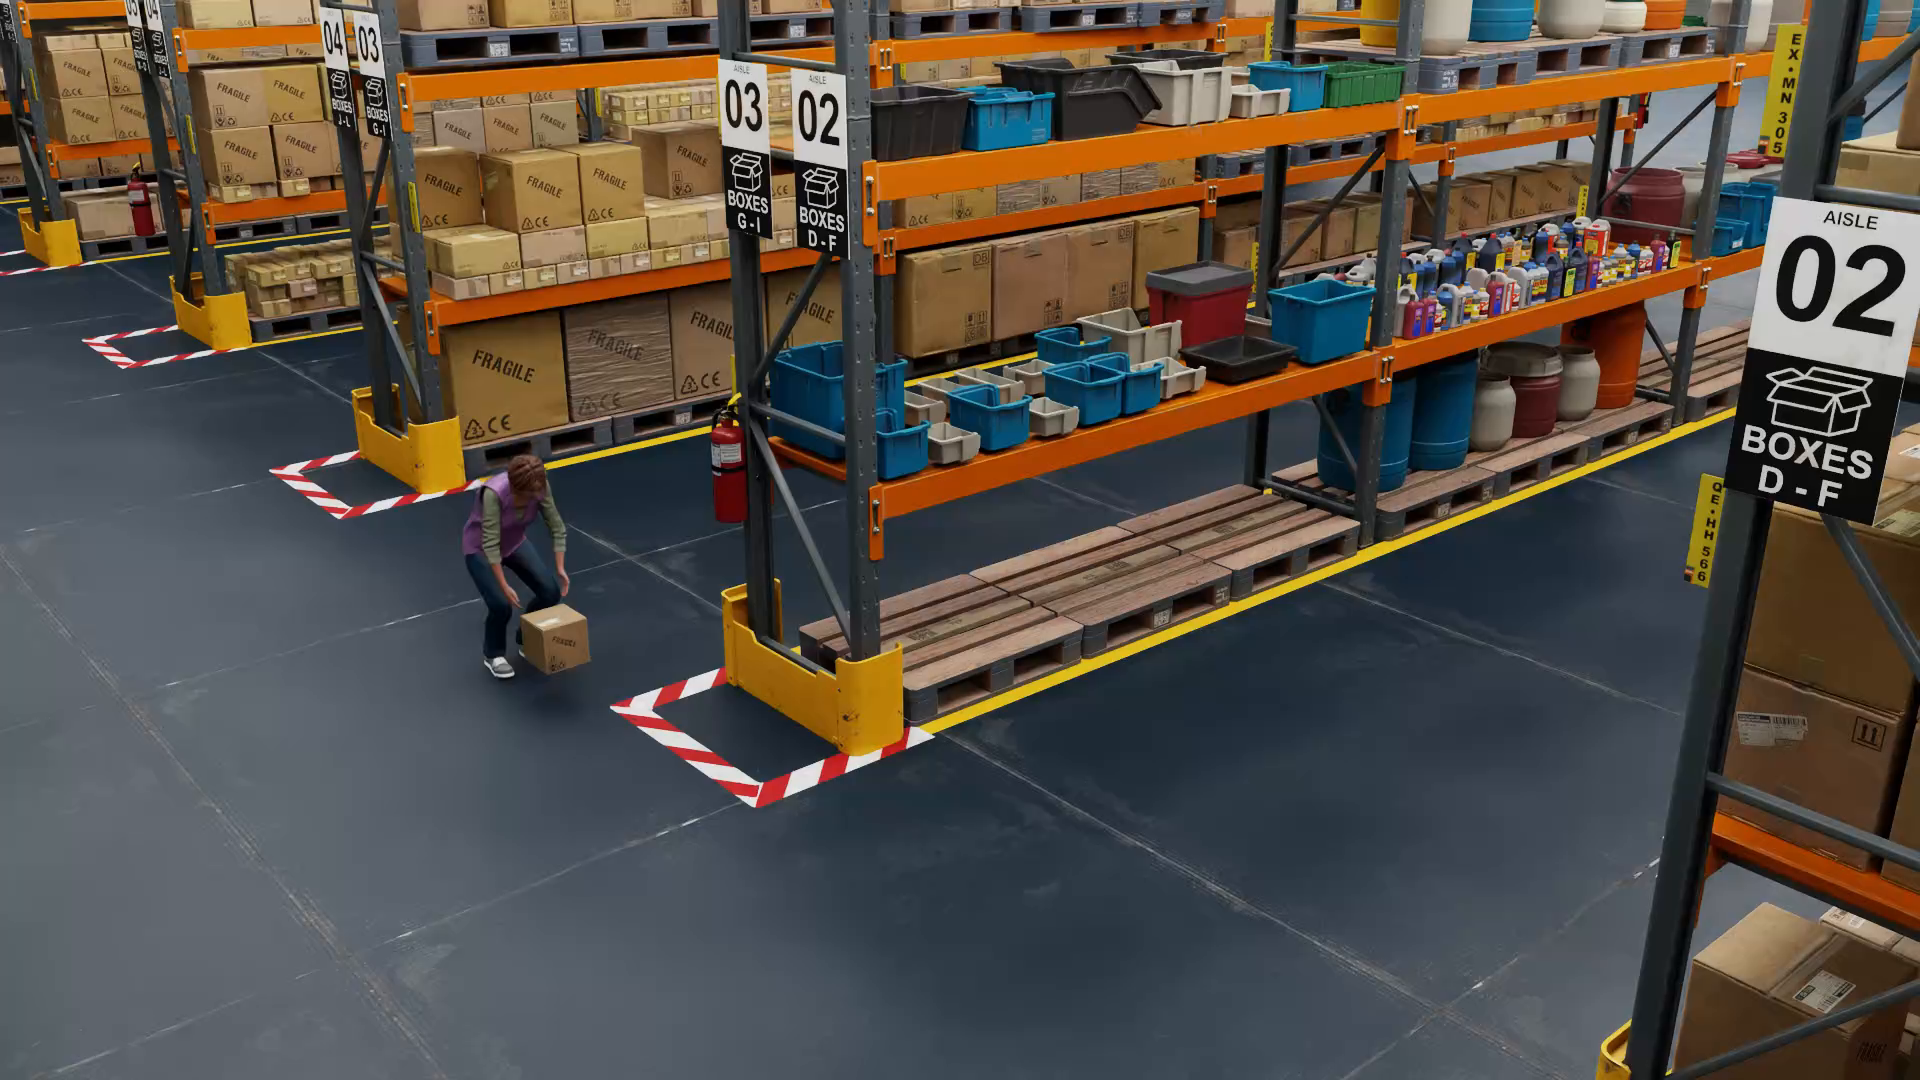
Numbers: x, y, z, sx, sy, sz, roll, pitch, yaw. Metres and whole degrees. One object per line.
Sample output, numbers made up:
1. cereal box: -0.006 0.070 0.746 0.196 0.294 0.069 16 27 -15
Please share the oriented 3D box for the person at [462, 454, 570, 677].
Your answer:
1. person: -2.343 0.098 8.803 0.463 1.272 0.671 -17 27 -37
